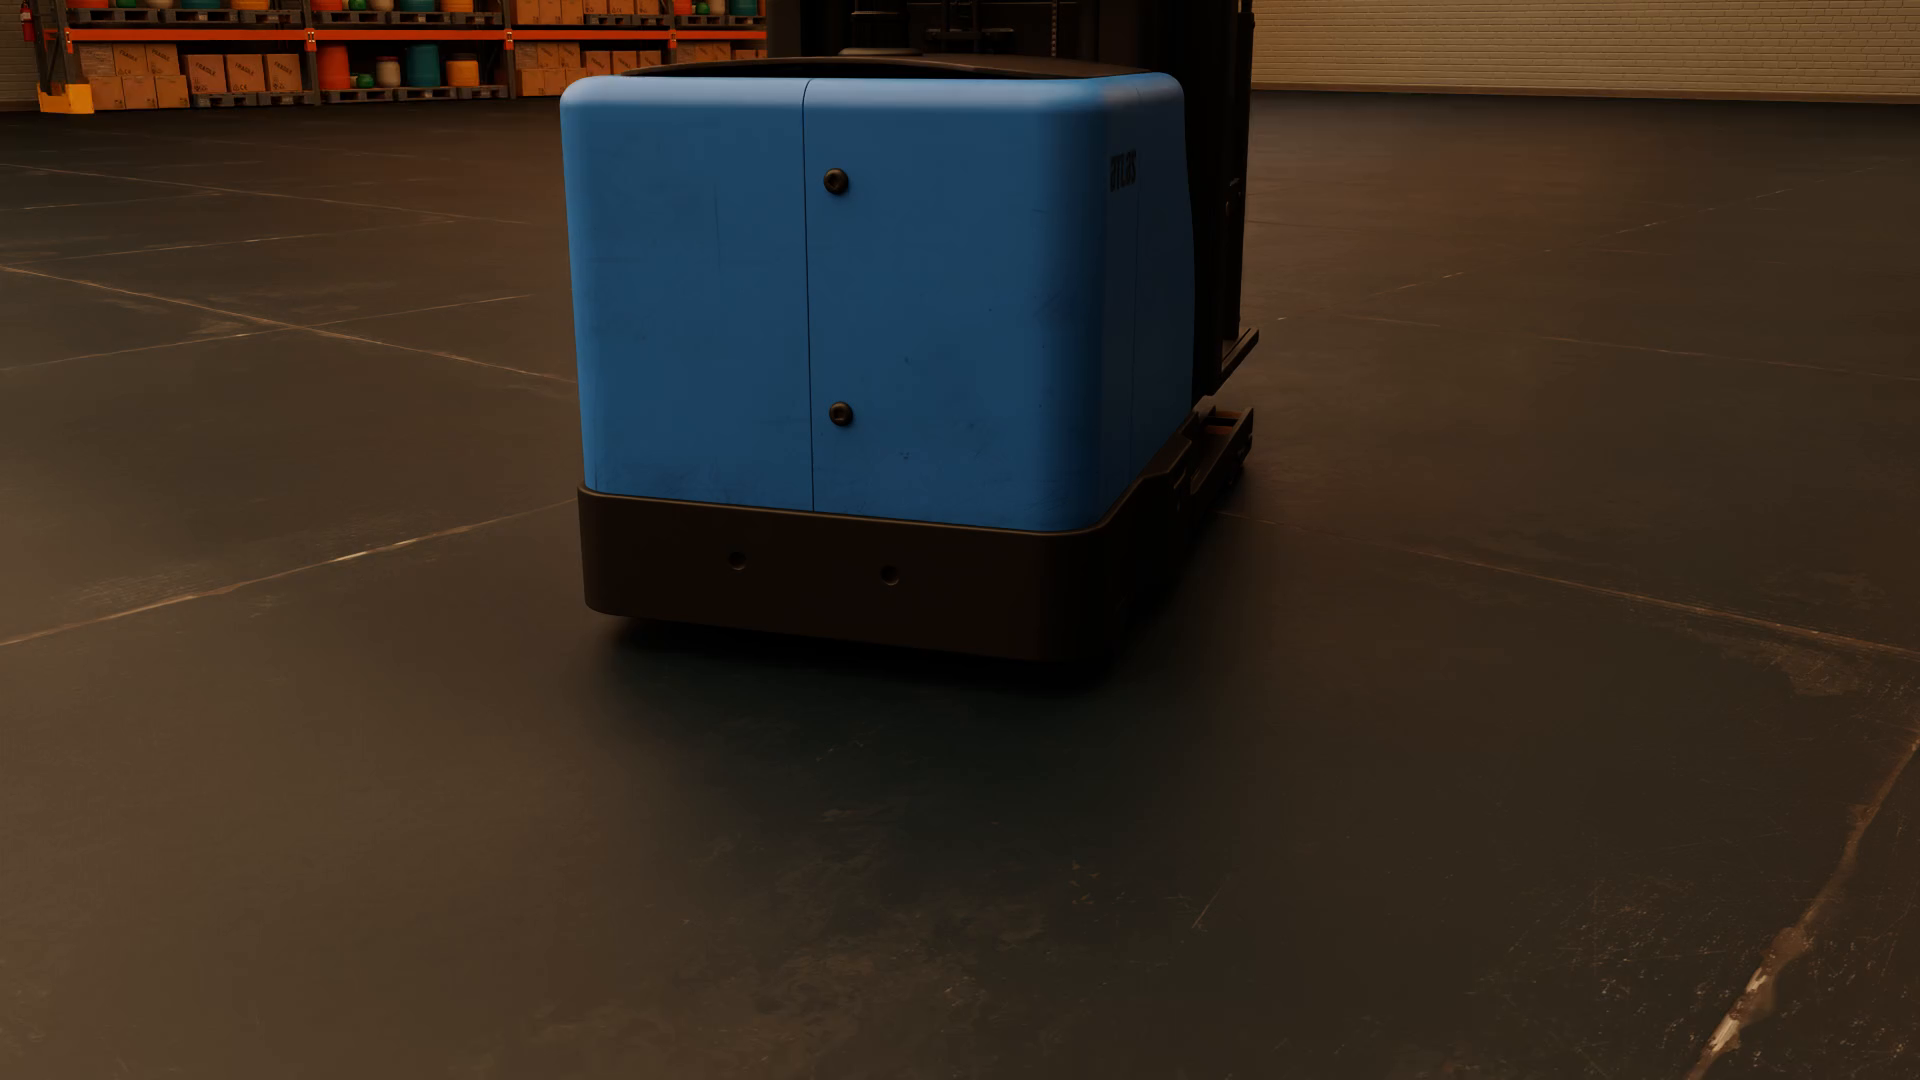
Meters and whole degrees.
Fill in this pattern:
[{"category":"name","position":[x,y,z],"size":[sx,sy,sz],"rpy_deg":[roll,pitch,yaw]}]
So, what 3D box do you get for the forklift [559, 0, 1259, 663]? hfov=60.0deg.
[{"category":"forklift","position":[0.182,-1.571,4.072],"size":[1.130,2.935,3.031],"rpy_deg":[5,18,17]}]
